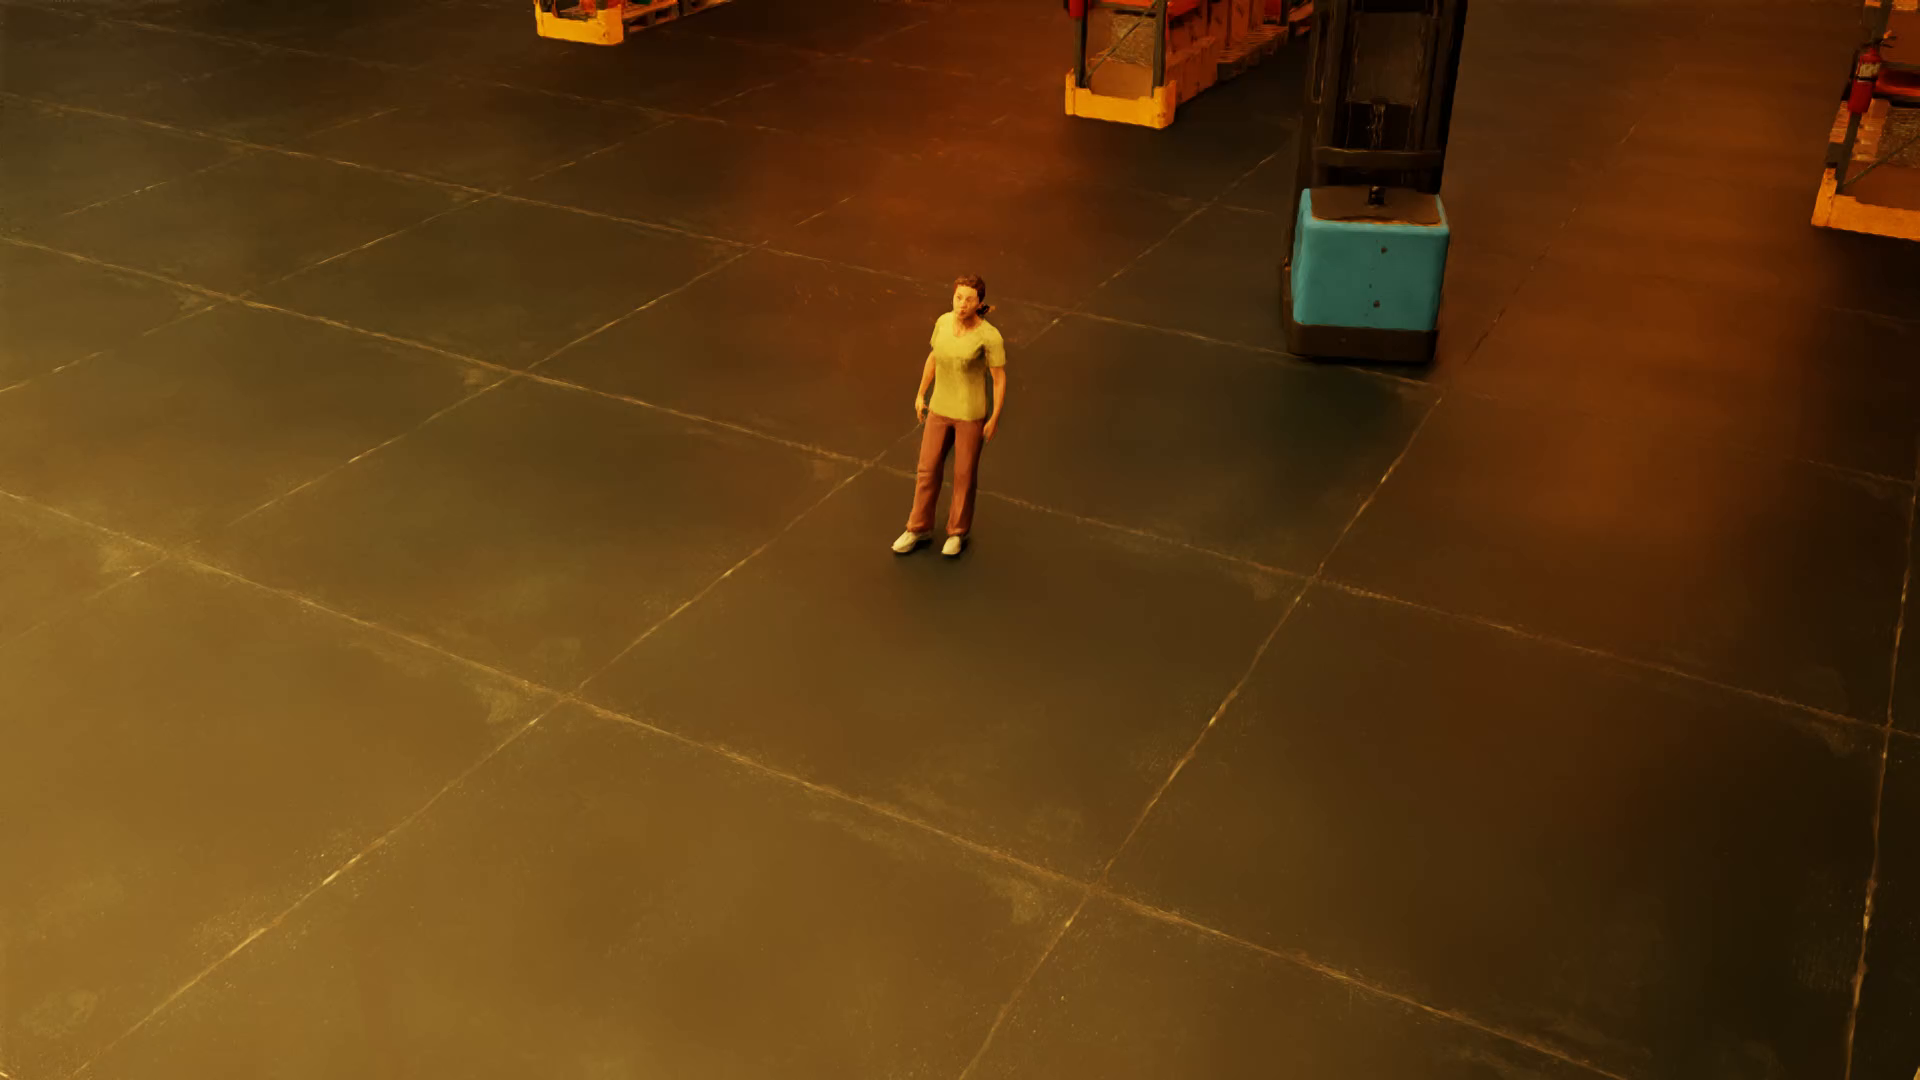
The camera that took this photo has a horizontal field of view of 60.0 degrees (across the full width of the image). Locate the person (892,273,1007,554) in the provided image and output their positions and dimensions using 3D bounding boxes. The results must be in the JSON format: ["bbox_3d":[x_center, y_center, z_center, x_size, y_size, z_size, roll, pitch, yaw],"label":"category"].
[{"bbox_3d":[-0.046,-0.697,9.532,0.554,1.663,0.548,15,33,25],"label":"person"}]

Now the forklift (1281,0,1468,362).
[{"bbox_3d":[3.170,-3.284,12.761,1.130,2.935,3.031,4,30,8],"label":"forklift"}]
